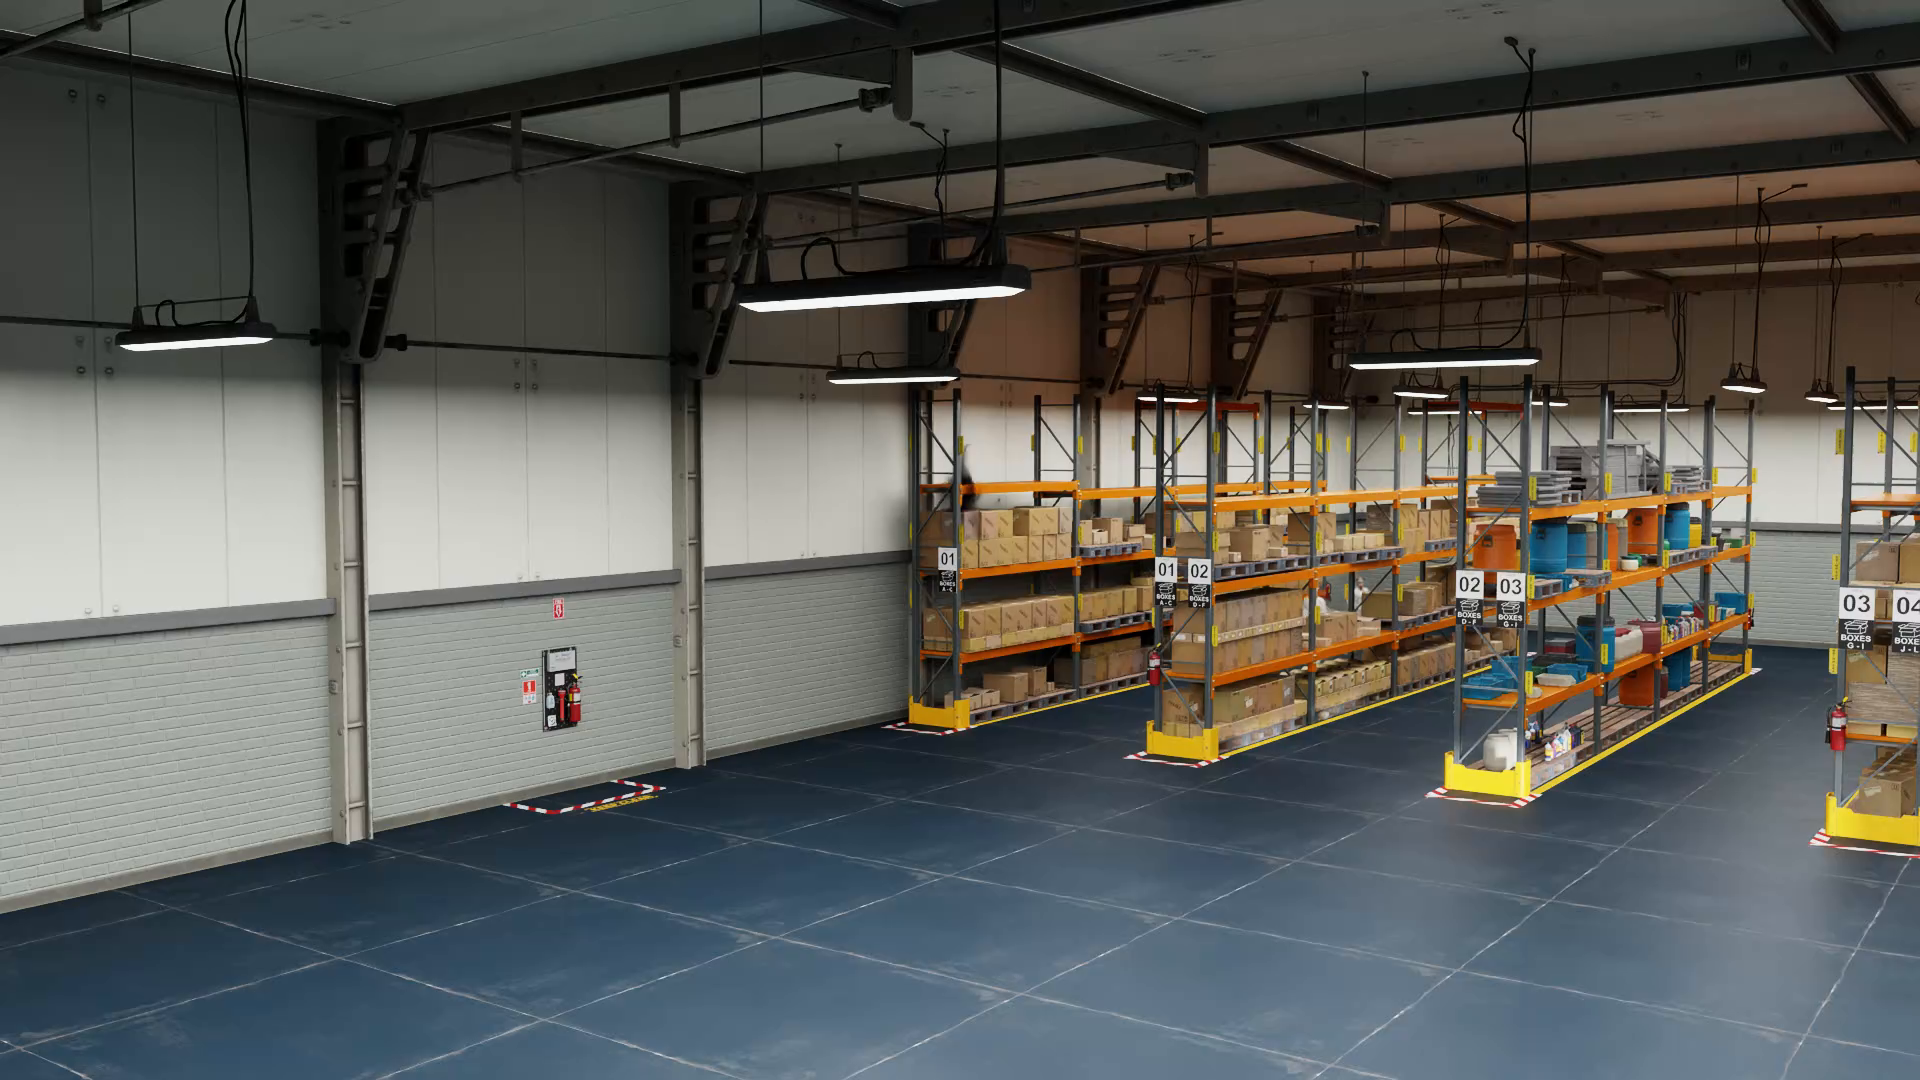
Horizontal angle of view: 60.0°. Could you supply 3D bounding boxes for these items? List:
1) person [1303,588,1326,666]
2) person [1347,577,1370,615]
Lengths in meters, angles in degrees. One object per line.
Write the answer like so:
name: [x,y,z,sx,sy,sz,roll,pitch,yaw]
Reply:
person: [8.044,1.958,37.943,0.675,1.838,0.913,2,4,30]
person: [10.168,1.782,42.179,0.674,1.699,0.607,0,3,-3]
